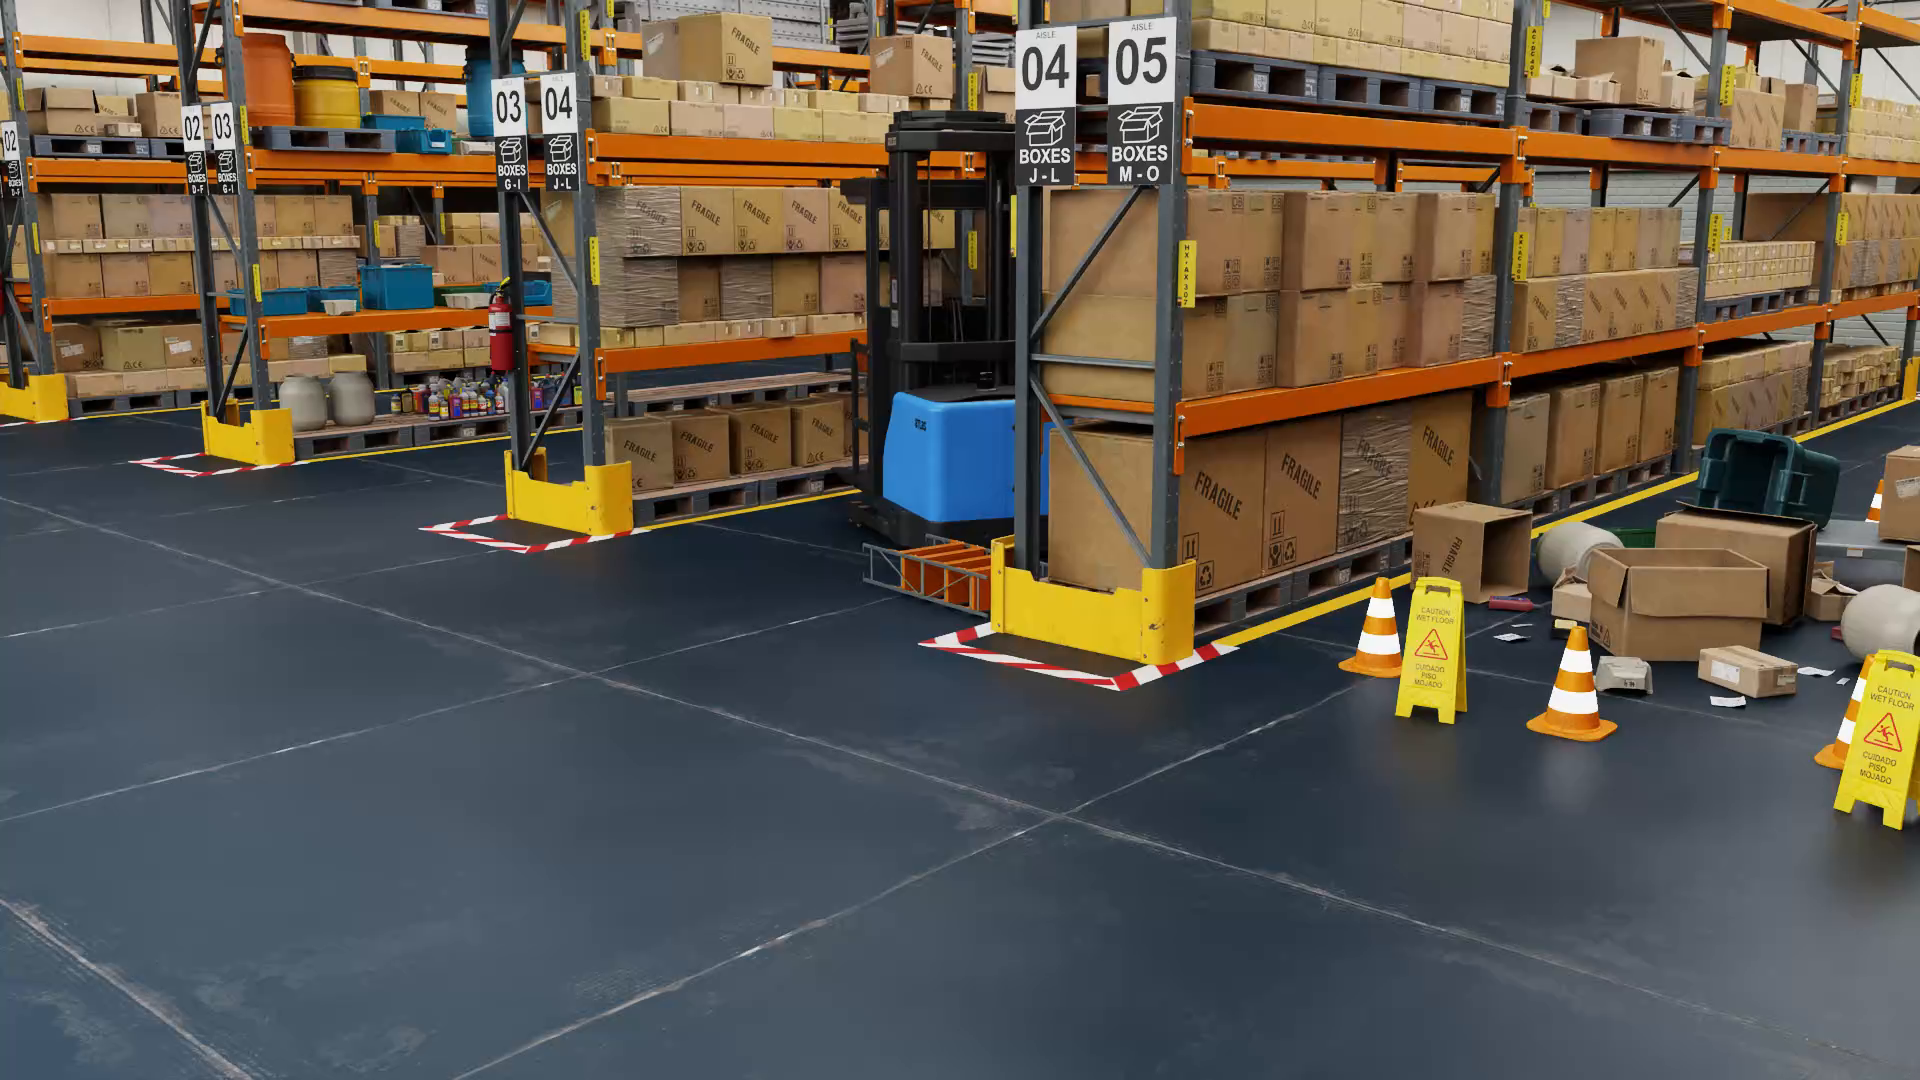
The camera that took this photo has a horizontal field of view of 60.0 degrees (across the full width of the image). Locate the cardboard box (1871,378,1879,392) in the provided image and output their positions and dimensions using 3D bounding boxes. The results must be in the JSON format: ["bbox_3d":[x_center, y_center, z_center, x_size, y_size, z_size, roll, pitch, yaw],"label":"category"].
[{"bbox_3d":[10.476,-1.823,19.388,0.380,0.149,0.250,9,14,38],"label":"cardboard box"}]

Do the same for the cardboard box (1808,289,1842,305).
[{"bbox_3d":[9.066,-2.570,17.560,0.380,0.149,0.250,11,15,42],"label":"cardboard box"}]

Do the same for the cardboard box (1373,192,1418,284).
[{"bbox_3d":[2.348,-1.912,10.487,0.875,0.550,0.550,10,15,40],"label":"cardboard box"}]

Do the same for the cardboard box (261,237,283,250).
[{"bbox_3d":[-8.437,-3.604,20.186,0.380,0.149,0.250,10,15,40],"label":"cardboard box"}]

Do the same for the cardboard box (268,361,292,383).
[{"bbox_3d":[-8.544,-2.067,20.352,0.500,0.250,0.500,10,15,40],"label":"cardboard box"}]

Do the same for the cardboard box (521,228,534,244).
[{"bbox_3d":[-7.635,-5.074,28.393,0.500,0.500,0.500,10,15,40],"label":"cardboard box"}]

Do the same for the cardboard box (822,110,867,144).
[{"bbox_3d":[-1.096,-3.318,13.390,0.500,0.250,0.500,10,15,40],"label":"cardboard box"}]

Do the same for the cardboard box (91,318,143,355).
[{"bbox_3d":[-12.124,-2.926,23.962,0.500,0.500,0.500,8,14,36],"label":"cardboard box"}]

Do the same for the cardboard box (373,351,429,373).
[{"bbox_3d":[-7.293,-2.339,21.711,0.500,0.250,0.500,9,15,39],"label":"cardboard box"}]

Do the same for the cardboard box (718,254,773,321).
[{"bbox_3d":[-1.961,-2.014,13.119,0.875,0.500,0.500,10,15,40],"label":"cardboard box"}]

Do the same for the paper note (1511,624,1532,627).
[{"bbox_3d":[3.144,0.477,9.300,0.123,0.001,0.032,-4,12,-18],"label":"paper note"}]

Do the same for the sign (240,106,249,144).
[{"bbox_3d":[-6.257,-3.628,14.537,0.100,0.325,0.005,10,15,40],"label":"sign"}]

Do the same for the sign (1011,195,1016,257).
[{"bbox_3d":[0.314,-1.684,8.924,0.100,0.325,0.005,10,15,40],"label":"sign"}]

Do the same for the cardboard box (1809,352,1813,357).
[{"bbox_3d":[9.725,-2.103,19.270,0.380,0.149,0.250,10,15,40],"label":"cardboard box"}]

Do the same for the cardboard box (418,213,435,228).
[{"bbox_3d":[-8.724,-5.355,27.884,0.500,0.250,0.500,10,15,42],"label":"cardboard box"}]

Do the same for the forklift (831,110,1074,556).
[{"bbox_3d":[-0.214,-1.552,11.999,1.130,2.935,3.031,-4,12,-20],"label":"forklift"}]

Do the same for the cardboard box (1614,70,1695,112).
[{"bbox_3d":[5.528,-3.595,13.292,0.500,0.311,0.500,10,15,40],"label":"cardboard box"}]

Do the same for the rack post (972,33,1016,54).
[{"bbox_3d":[0.674,-6.775,22.850,0.937,0.300,0.954,9,15,39],"label":"rack post"}]

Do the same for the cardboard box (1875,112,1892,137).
[{"bbox_3d":[9.806,-4.521,18.135,0.500,0.250,0.500,10,15,41],"label":"cardboard box"}]

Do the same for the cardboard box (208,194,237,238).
[{"bbox_3d":[-9.027,-3.852,19.769,0.700,0.500,0.500,10,15,40],"label":"cardboard box"}]

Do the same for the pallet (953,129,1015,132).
[{"bbox_3d":[0.181,-3.629,15.041,1.213,0.211,1.003,10,15,40],"label":"pallet"}]

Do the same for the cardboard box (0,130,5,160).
[{"bbox_3d":[-12.980,-5.203,22.140,0.500,0.500,0.500,11,16,43],"label":"cardboard box"}]

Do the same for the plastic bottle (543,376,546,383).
[{"bbox_3d":[-4.567,-1.701,18.410,0.097,0.271,0.097,0,11,0],"label":"plastic bottle"}]

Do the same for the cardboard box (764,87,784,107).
[{"bbox_3d":[-1.578,-3.417,12.869,0.380,0.149,0.250,10,15,40],"label":"cardboard box"}]

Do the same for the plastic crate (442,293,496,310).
[{"bbox_3d":[-4.909,-2.412,16.803,0.530,0.136,0.437,10,15,40],"label":"plastic crate"}]

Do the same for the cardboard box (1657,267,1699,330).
[{"bbox_3d":[5.897,-2.053,14.077,0.500,0.500,0.500,10,15,40],"label":"cardboard box"}]

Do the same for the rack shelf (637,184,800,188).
[{"bbox_3d":[-4.868,-6.683,31.693,1.077,0.370,4.000,10,15,40],"label":"rack shelf"}]

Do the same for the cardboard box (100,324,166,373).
[{"bbox_3d":[-9.536,-2.215,19.175,0.500,0.500,0.500,10,15,40],"label":"cardboard box"}]

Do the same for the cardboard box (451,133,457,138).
[{"bbox_3d":[-6.971,-5.228,21.880,0.500,0.250,0.500,8,14,35],"label":"cardboard box"}]

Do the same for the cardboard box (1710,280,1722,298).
[{"bbox_3d":[6.617,-2.267,14.972,0.380,0.149,0.250,11,16,43],"label":"cardboard box"}]

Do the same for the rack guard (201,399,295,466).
[{"bbox_3d":[-6.653,-1.016,15.522,1.175,0.500,0.348,10,15,40],"label":"rack guard"}]

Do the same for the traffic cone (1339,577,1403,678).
[{"bbox_3d":[2.129,0.421,8.420,0.336,0.463,0.334,10,15,40],"label":"traffic cone"}]

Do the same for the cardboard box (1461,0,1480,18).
[{"bbox_3d":[3.017,-3.341,10.401,0.380,0.149,0.250,10,15,40],"label":"cardboard box"}]

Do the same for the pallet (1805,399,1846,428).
[{"bbox_3d":[9.050,-1.430,18.330,1.003,0.211,1.213,10,15,40],"label":"pallet"}]

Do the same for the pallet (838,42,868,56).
[{"bbox_3d":[-0.887,-6.157,21.065,1.213,0.211,1.003,10,15,40],"label":"pallet"}]

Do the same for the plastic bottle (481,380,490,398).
[{"bbox_3d":[-5.065,-1.572,17.764,0.097,0.271,0.097,0,11,0],"label":"plastic bottle"}]

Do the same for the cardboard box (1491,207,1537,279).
[{"bbox_3d":[3.676,-2.130,11.908,0.700,0.500,0.500,9,15,39],"label":"cardboard box"}]

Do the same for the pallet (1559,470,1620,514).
[{"bbox_3d":[4.610,-0.453,13.439,1.003,0.211,1.213,10,15,40],"label":"pallet"}]

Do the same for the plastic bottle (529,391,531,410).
[{"bbox_3d":[-4.576,-1.522,17.313,0.144,0.351,0.185,10,15,40],"label":"plastic bottle"}]

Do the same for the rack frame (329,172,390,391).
[{"bbox_3d":[-7.745,-3.454,21.346,1.000,3.000,0.127,10,15,40],"label":"rack frame"}]

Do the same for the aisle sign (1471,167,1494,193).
[{"bbox_3d":[7.437,-5.262,23.763,0.394,0.787,0.004,10,15,40],"label":"aisle sign"}]

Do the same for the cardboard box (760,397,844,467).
[{"bbox_3d":[-1.324,-0.912,13.931,0.500,0.500,0.500,8,14,35],"label":"cardboard box"}]

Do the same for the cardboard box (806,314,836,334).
[{"bbox_3d":[-1.229,-1.761,13.511,0.380,0.149,0.250,10,15,40],"label":"cardboard box"}]

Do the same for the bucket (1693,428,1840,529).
[{"bbox_3d":[4.995,-0.339,10.225,0.620,0.611,0.726,5,7,-30],"label":"bucket"}]

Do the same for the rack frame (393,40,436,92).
[{"bbox_3d":[-8.828,-7.624,26.909,1.000,3.000,0.127,10,15,40],"label":"rack frame"}]

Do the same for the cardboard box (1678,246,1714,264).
[{"bbox_3d":[6.446,-2.523,14.736,0.380,0.149,0.250,10,15,40],"label":"cardboard box"}]

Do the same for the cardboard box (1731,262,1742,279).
[{"bbox_3d":[6.980,-2.496,15.359,0.380,0.149,0.250,10,15,41],"label":"cardboard box"}]

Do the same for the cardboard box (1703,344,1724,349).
[{"bbox_3d":[7.258,-1.814,16.529,0.500,0.250,0.500,11,15,42],"label":"cardboard box"}]

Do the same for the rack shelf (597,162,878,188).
[{"bbox_3d":[-2.707,-4.226,19.387,1.077,0.370,4.000,10,15,40],"label":"rack shelf"}]

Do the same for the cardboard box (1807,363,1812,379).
[{"bbox_3d":[9.016,-1.817,17.838,0.380,0.149,0.250,11,15,43],"label":"cardboard box"}]

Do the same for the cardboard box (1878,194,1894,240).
[{"bbox_3d":[10.141,-3.637,18.697,0.500,0.500,0.500,9,14,38],"label":"cardboard box"}]

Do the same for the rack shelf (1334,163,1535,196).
[{"bbox_3d":[6.295,-4.762,22.074,1.077,0.370,4.000,10,15,40],"label":"rack shelf"}]

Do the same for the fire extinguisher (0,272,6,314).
[{"bbox_3d":[-10.813,-2.870,18.621,0.296,0.674,0.183,10,15,40],"label":"fire extinguisher"}]

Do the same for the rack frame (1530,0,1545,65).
[{"bbox_3d":[7.615,-6.880,23.183,1.000,3.000,0.127,10,15,40],"label":"rack frame"}]

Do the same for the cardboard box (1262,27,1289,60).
[{"bbox_3d":[1.513,-2.614,8.797,0.380,0.149,0.250,10,15,41],"label":"cardboard box"}]

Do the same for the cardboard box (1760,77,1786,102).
[{"bbox_3d":[7.515,-4.211,16.141,0.797,0.503,0.637,10,15,40],"label":"cardboard box"}]

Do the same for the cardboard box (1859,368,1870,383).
[{"bbox_3d":[10.122,-1.887,18.949,0.380,0.149,0.250,10,15,41],"label":"cardboard box"}]

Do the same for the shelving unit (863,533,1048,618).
[{"bbox_3d":[-0.028,0.199,9.964,0.503,0.258,1.200,-9,14,-38],"label":"shelving unit"}]
